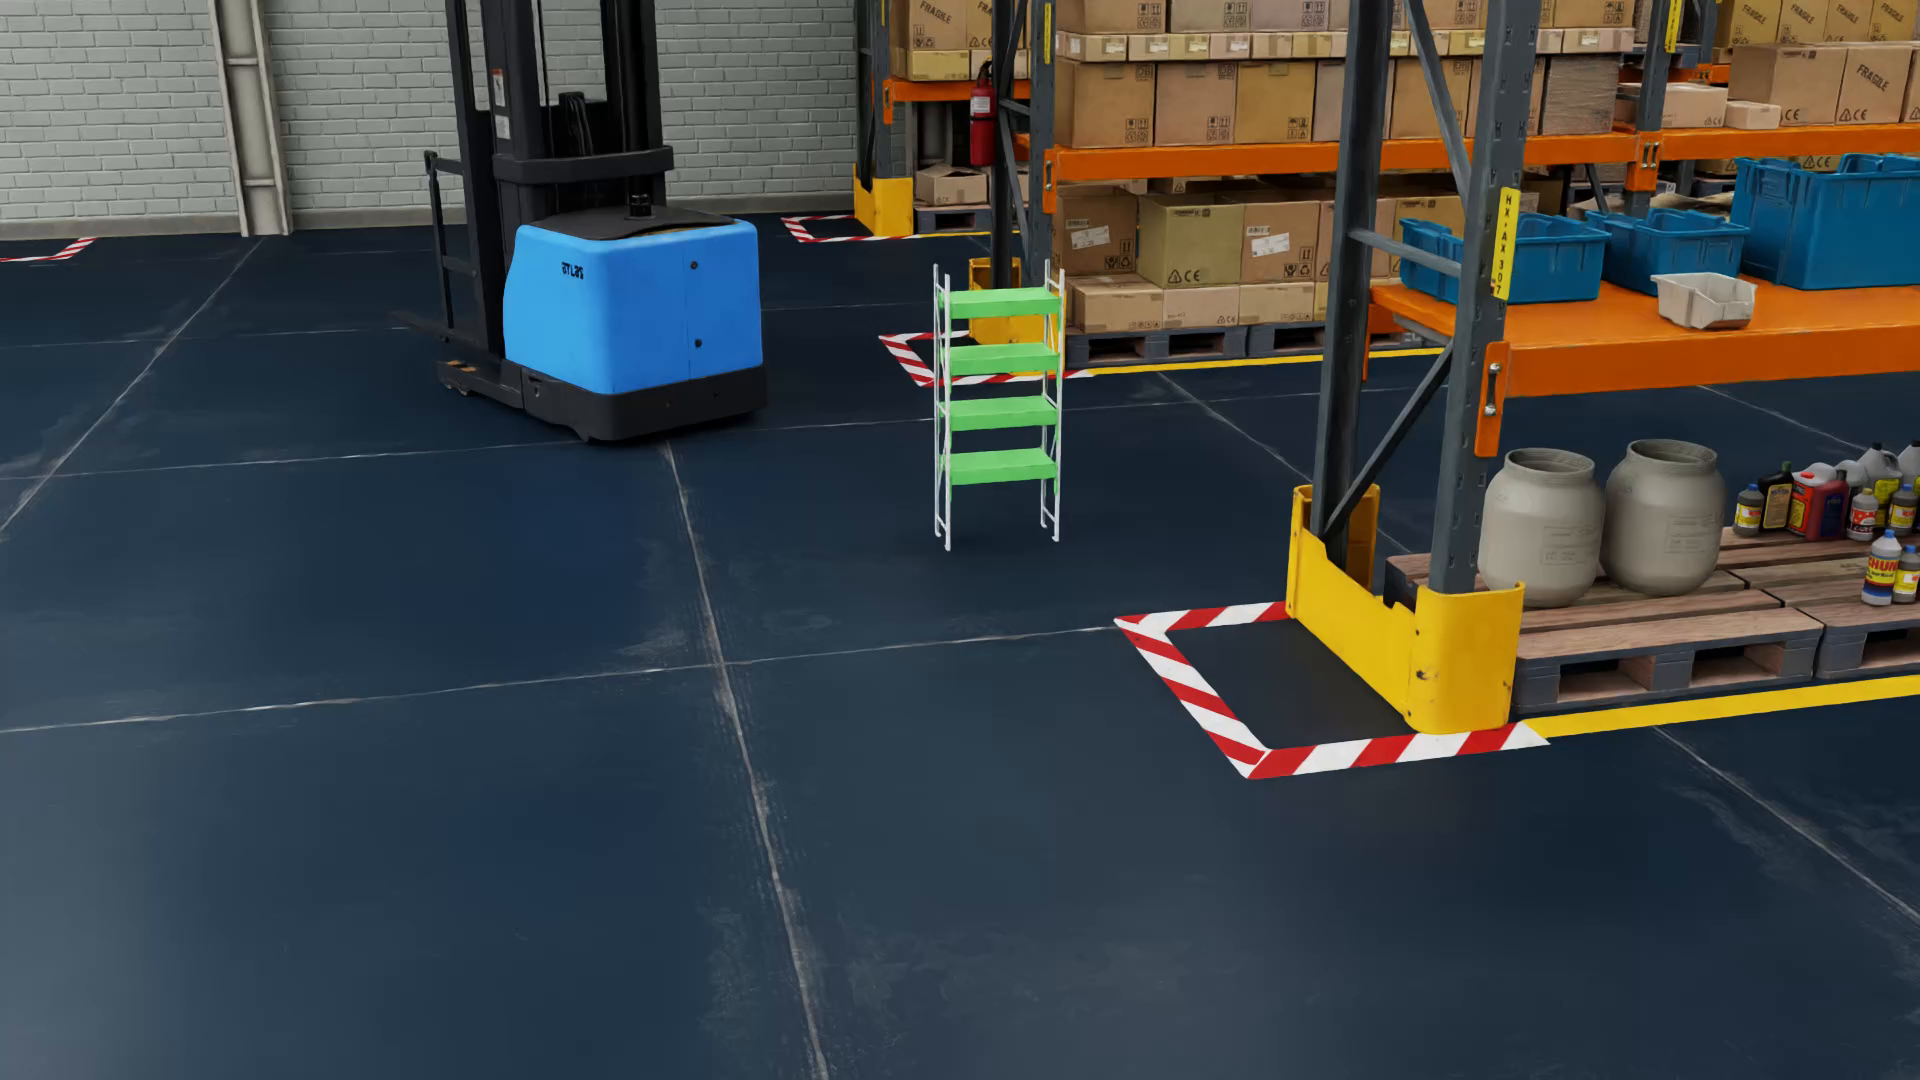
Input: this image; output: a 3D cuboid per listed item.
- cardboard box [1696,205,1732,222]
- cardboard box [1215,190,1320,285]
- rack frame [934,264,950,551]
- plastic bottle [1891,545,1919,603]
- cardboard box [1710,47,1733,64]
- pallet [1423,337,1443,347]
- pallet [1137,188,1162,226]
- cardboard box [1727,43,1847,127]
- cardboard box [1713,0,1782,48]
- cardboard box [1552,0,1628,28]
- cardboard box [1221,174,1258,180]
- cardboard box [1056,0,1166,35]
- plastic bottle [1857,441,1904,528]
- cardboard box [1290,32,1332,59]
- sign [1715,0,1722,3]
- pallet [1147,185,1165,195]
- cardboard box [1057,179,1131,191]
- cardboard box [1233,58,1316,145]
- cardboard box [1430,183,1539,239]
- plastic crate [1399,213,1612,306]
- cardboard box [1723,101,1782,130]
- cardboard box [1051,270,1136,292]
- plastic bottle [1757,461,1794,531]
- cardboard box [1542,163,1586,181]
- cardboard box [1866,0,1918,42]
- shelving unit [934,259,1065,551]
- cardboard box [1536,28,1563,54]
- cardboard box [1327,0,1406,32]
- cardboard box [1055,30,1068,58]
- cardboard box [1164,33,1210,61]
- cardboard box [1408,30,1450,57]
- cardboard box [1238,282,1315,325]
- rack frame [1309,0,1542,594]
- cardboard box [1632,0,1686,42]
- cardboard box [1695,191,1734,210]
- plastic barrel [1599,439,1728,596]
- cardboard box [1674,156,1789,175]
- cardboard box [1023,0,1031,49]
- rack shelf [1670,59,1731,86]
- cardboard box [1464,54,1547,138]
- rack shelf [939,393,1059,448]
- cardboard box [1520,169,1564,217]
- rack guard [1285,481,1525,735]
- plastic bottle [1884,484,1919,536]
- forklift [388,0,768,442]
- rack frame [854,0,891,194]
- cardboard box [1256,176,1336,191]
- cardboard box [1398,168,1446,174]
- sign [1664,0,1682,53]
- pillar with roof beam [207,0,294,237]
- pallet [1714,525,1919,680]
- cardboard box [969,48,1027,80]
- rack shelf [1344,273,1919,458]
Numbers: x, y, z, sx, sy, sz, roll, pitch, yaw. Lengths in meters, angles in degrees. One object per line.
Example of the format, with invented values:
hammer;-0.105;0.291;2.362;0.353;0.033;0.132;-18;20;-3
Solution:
cardboard box;5.211;-2.073;11.184;0.500;0.311;0.500;-5;21;-13
cardboard box;1.914;-1.910;10.464;0.500;0.500;0.500;-5;21;-12
rack frame;-0.076;-0.557;7.091;0.015;1.200;0.240;-5;21;-12
plastic bottle;3.444;0.119;6.058;0.097;0.201;0.097;0;20;0
cardboard box;7.386;-4.731;16.204;0.250;0.149;0.380;-5;21;-13
pallet;3.480;-1.558;11.260;1.213;0.211;1.003;-5;21;-12
pallet;1.285;-3.102;15.475;1.213;0.211;1.003;-5;21;-12
cardboard box;5.527;-3.060;11.162;0.500;0.500;0.500;-3;20;-9
cardboard box;7.544;-5.039;16.104;0.500;0.500;0.500;-4;21;-11
cardboard box;3.833;-3.535;10.572;0.500;0.500;0.700;-5;21;-12
cardboard box;2.606;-3.398;15.709;0.250;0.166;0.380;-7;21;-20
cardboard box;0.880;-3.293;9.910;0.500;0.500;0.700;-5;21;-12
plastic bottle;3.740;-0.232;6.799;0.185;0.351;0.144;-4;20;-10
cardboard box;2.055;-3.013;10.089;0.250;0.149;0.380;-5;21;-13
sign;7.147;-5.216;15.625;0.005;0.325;0.100;-5;21;-12
pallet;2.474;-3.200;15.742;1.213;0.211;1.003;-5;21;-12
cardboard box;1.201;-3.401;15.233;0.500;0.500;0.700;-6;21;-16
cardboard box;1.823;-2.760;10.342;0.500;0.500;0.700;-5;21;-12
cardboard box;3.373;-2.029;10.789;0.500;0.500;0.500;-5;21;-12
plastic crate;1.925;-1.011;5.930;0.616;0.251;0.499;-5;21;-12
cardboard box;5.173;-2.800;10.962;0.250;0.149;0.380;-5;21;-12
cardboard box;0.825;-1.647;10.837;0.500;0.250;0.500;-5;21;-12
plastic bottle;3.303;-0.180;6.754;0.133;0.283;0.061;-4;21;-11
cardboard box;5.796;-3.847;16.450;0.500;0.500;0.700;-5;21;-13
cardboard box;9.044;-5.160;16.434;0.500;0.500;0.500;-4;21;-11
shelving unit;0.161;-0.576;7.144;0.503;1.200;0.258;-5;21;-12
cardboard box;3.553;-3.134;10.421;0.250;0.149;0.380;-5;21;-14
cardboard box;2.368;-3.416;10.247;0.500;0.500;0.700;-5;21;-12
cardboard box;0.699;-3.045;10.178;0.250;0.149;0.380;-5;21;-13
cardboard box;1.302;-2.951;9.921;0.250;0.149;0.380;-5;21;-12
cardboard box;2.812;-3.074;10.258;0.250;0.149;0.380;-4;21;-11
cardboard box;1.916;-1.554;10.582;0.500;0.250;0.500;-5;21;-12
rack frame;1.507;-0.941;5.523;0.127;3.000;1.000;-5;21;-12
cardboard box;6.557;-5.104;16.101;0.500;0.500;0.700;-7;21;-19
cardboard box;5.583;-2.296;11.792;0.500;0.311;0.500;-5;21;-13
plastic barrel;2.618;-0.088;6.199;0.421;0.512;0.421;0;20;0
cardboard box;7.758;-4.093;16.641;0.750;0.750;0.750;-5;21;-13
cardboard box;0.749;-4.560;14.501;0.500;0.500;0.500;-5;21;-14
rack shelf;8.959;-4.711;16.860;4.000;0.370;1.077;-5;21;-12
cardboard box;3.321;-2.882;10.676;0.500;0.500;0.700;-5;21;-13
rack shelf;0.161;-0.516;7.166;0.480;0.148;0.258;-5;21;-12
cardboard box;3.740;-2.242;11.372;0.500;0.500;0.500;-5;21;-12
rack guard;1.570;0.211;6.012;0.348;0.500;1.175;-5;21;-12
plastic bottle;3.811;-0.125;6.724;0.097;0.201;0.097;0;20;0
forklift;-2.408;-2.311;9.362;1.130;2.935;3.031;-17;26;-39
rack frame;-0.773;-4.257;14.576;0.127;3.000;1.000;-5;21;-12
cardboard box;2.281;-2.123;11.046;0.500;0.500;0.500;-5;21;-12
cardboard box;4.324;-3.728;16.126;0.500;0.500;0.700;-5;21;-14
sign;4.393;-3.174;10.245;0.005;0.325;0.100;-5;21;-12
pillar with roof beam;-5.139;-5.503;9.255;0.400;9.000;9.100;-5;21;-12
pallet;3.547;0.189;6.493;1.213;0.211;1.003;-5;21;-12
cardboard box;0.277;-4.175;14.539;0.500;0.250;0.500;-5;21;-14
rack shelf;3.453;-0.762;6.079;4.000;0.370;1.077;-5;21;-12
